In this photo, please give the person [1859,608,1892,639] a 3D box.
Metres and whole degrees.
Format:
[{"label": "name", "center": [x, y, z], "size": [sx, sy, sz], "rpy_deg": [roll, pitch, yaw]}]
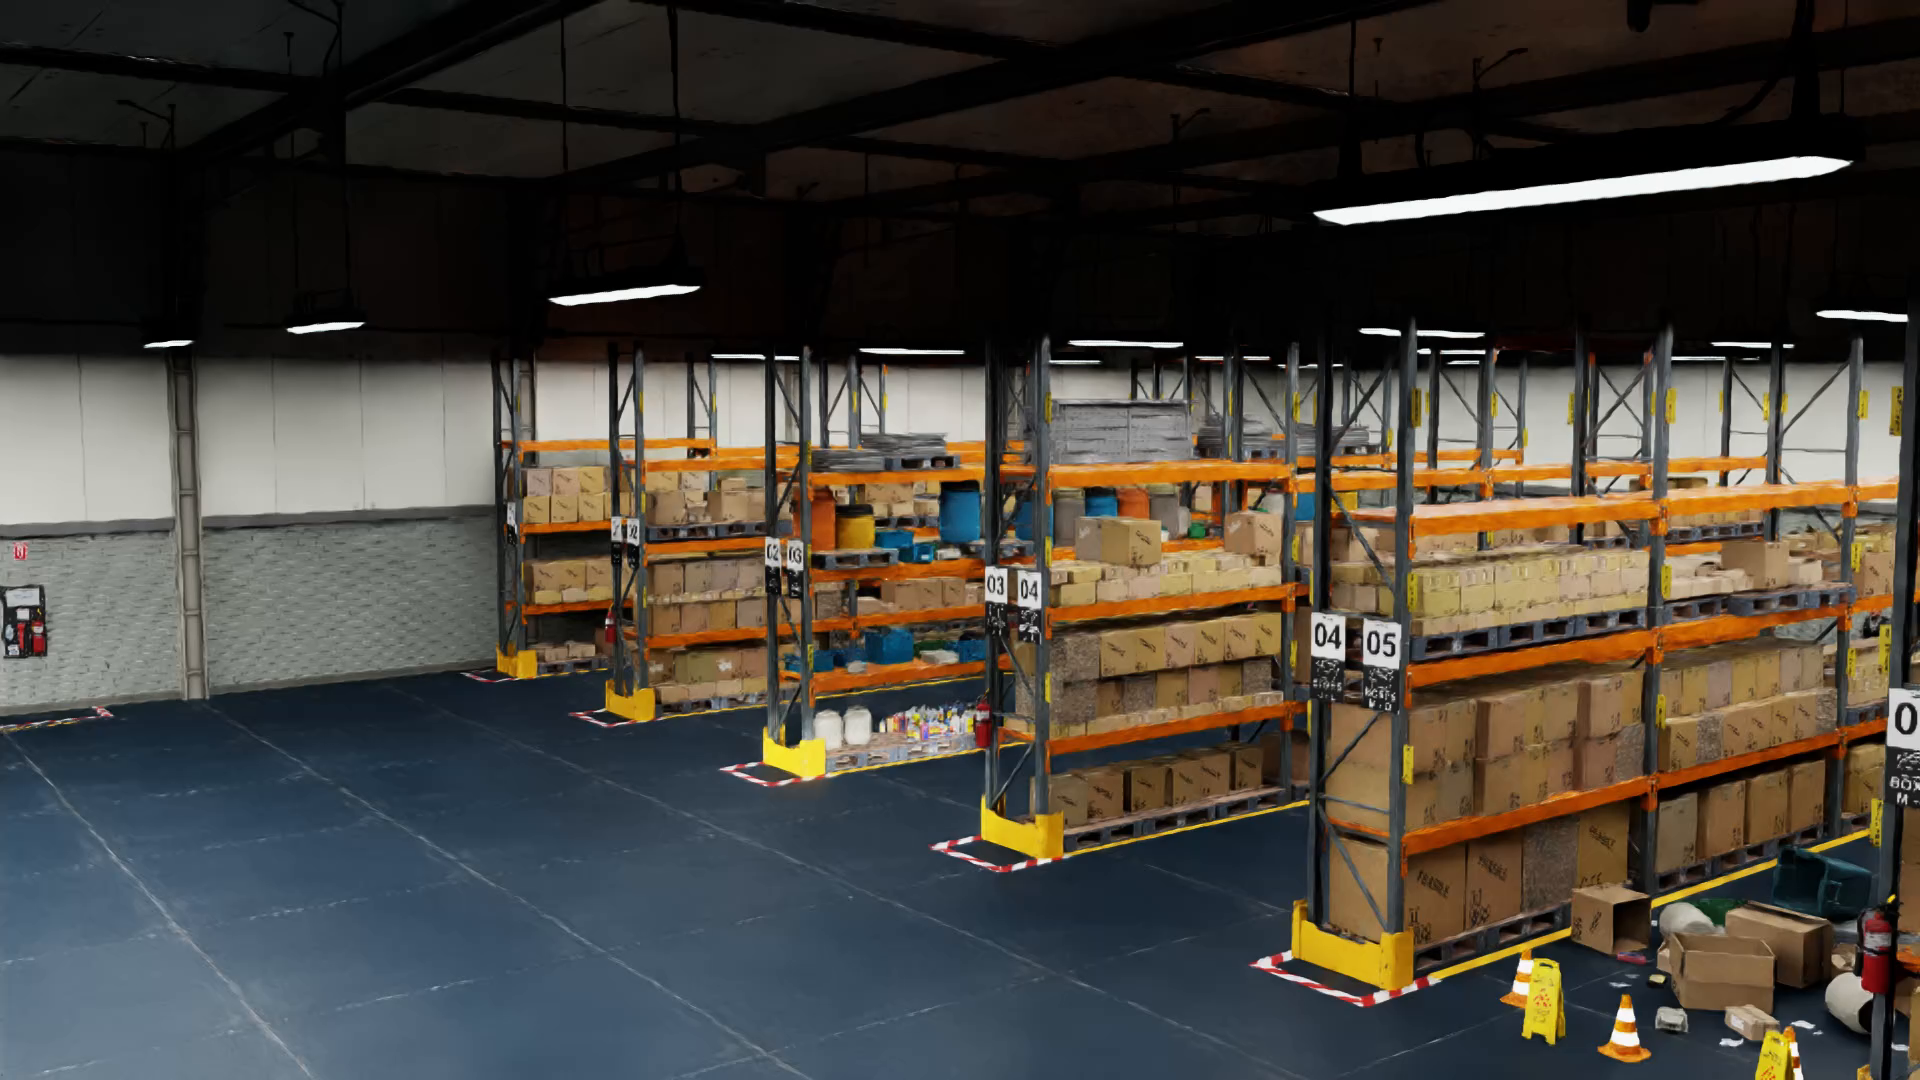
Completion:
[{"label": "person", "center": [15.458, 1.867, 28.088], "size": [1.115, 1.648, 0.543], "rpy_deg": [-3, 6, -35]}]
